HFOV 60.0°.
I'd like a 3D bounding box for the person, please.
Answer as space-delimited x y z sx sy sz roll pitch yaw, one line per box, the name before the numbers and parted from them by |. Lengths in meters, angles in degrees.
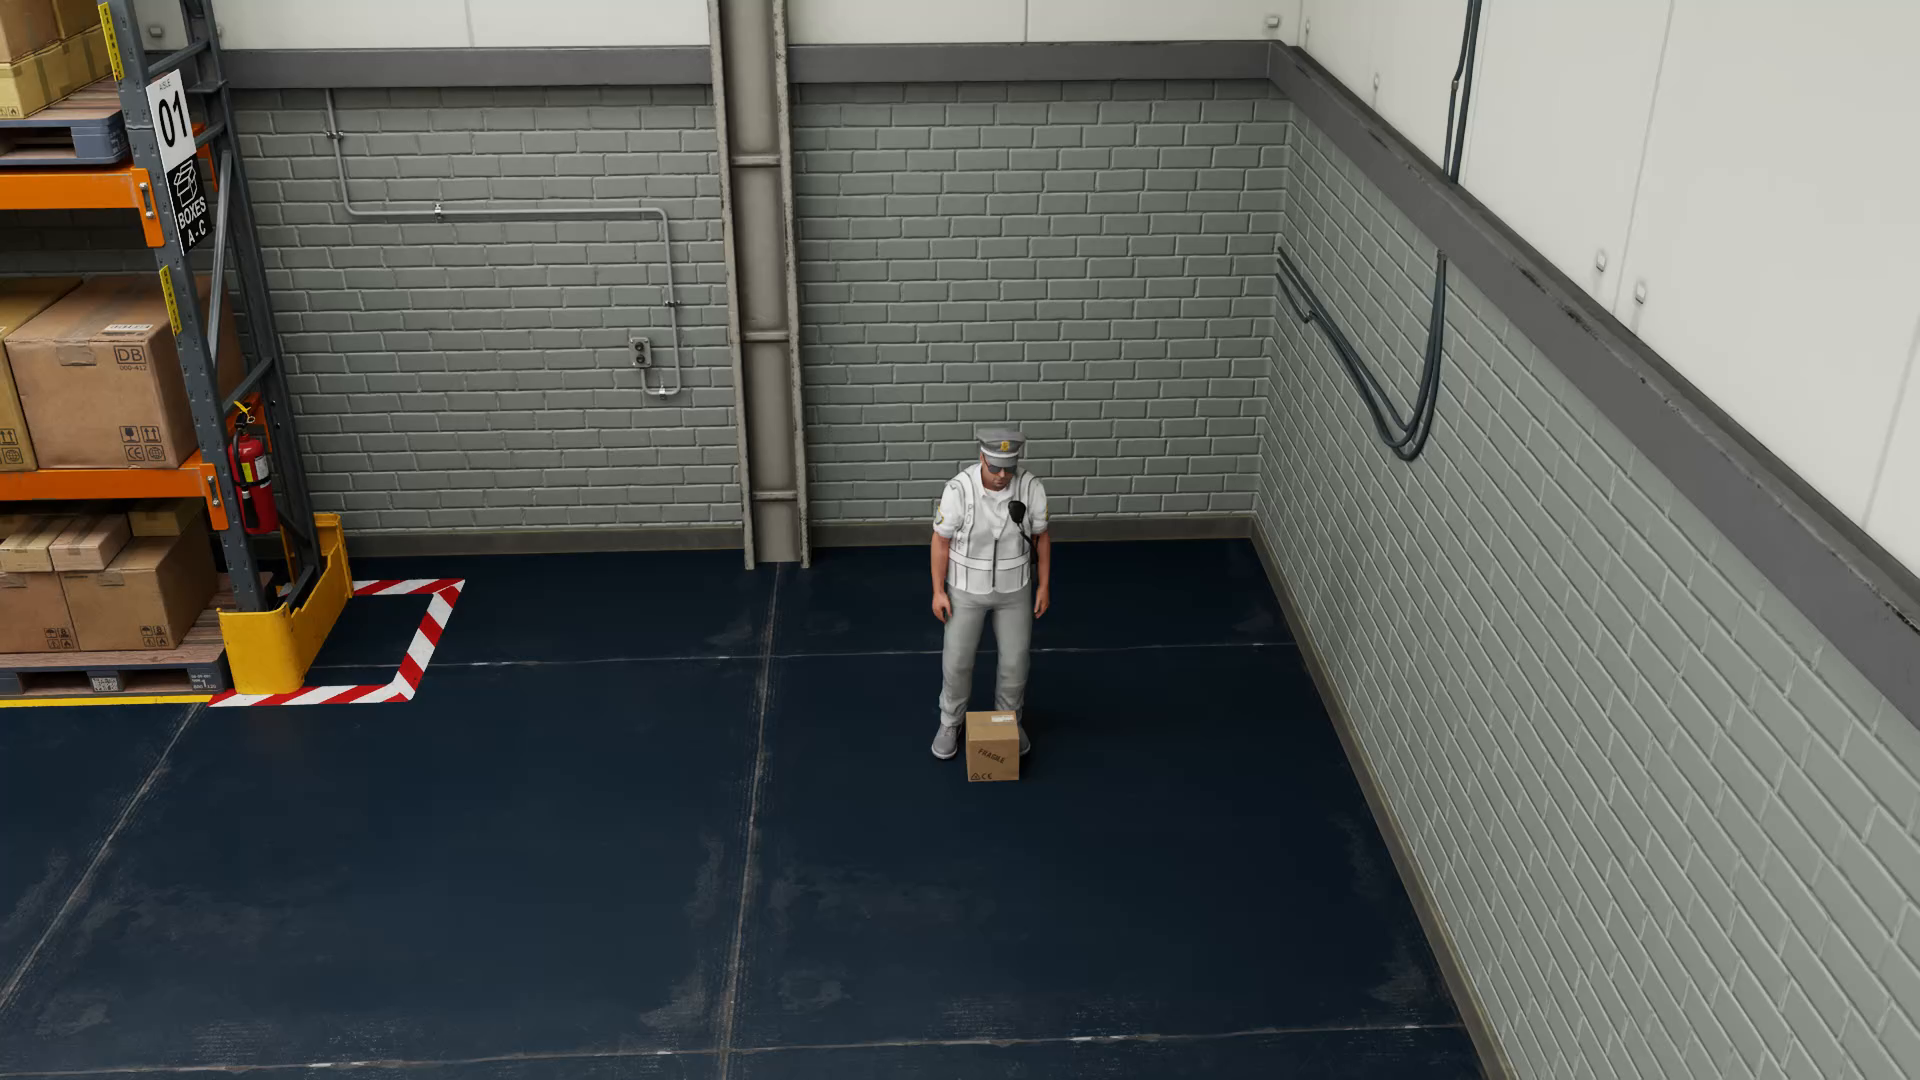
person | 0.145 0.232 8.163 0.606 1.748 0.442 -3 28 -6
